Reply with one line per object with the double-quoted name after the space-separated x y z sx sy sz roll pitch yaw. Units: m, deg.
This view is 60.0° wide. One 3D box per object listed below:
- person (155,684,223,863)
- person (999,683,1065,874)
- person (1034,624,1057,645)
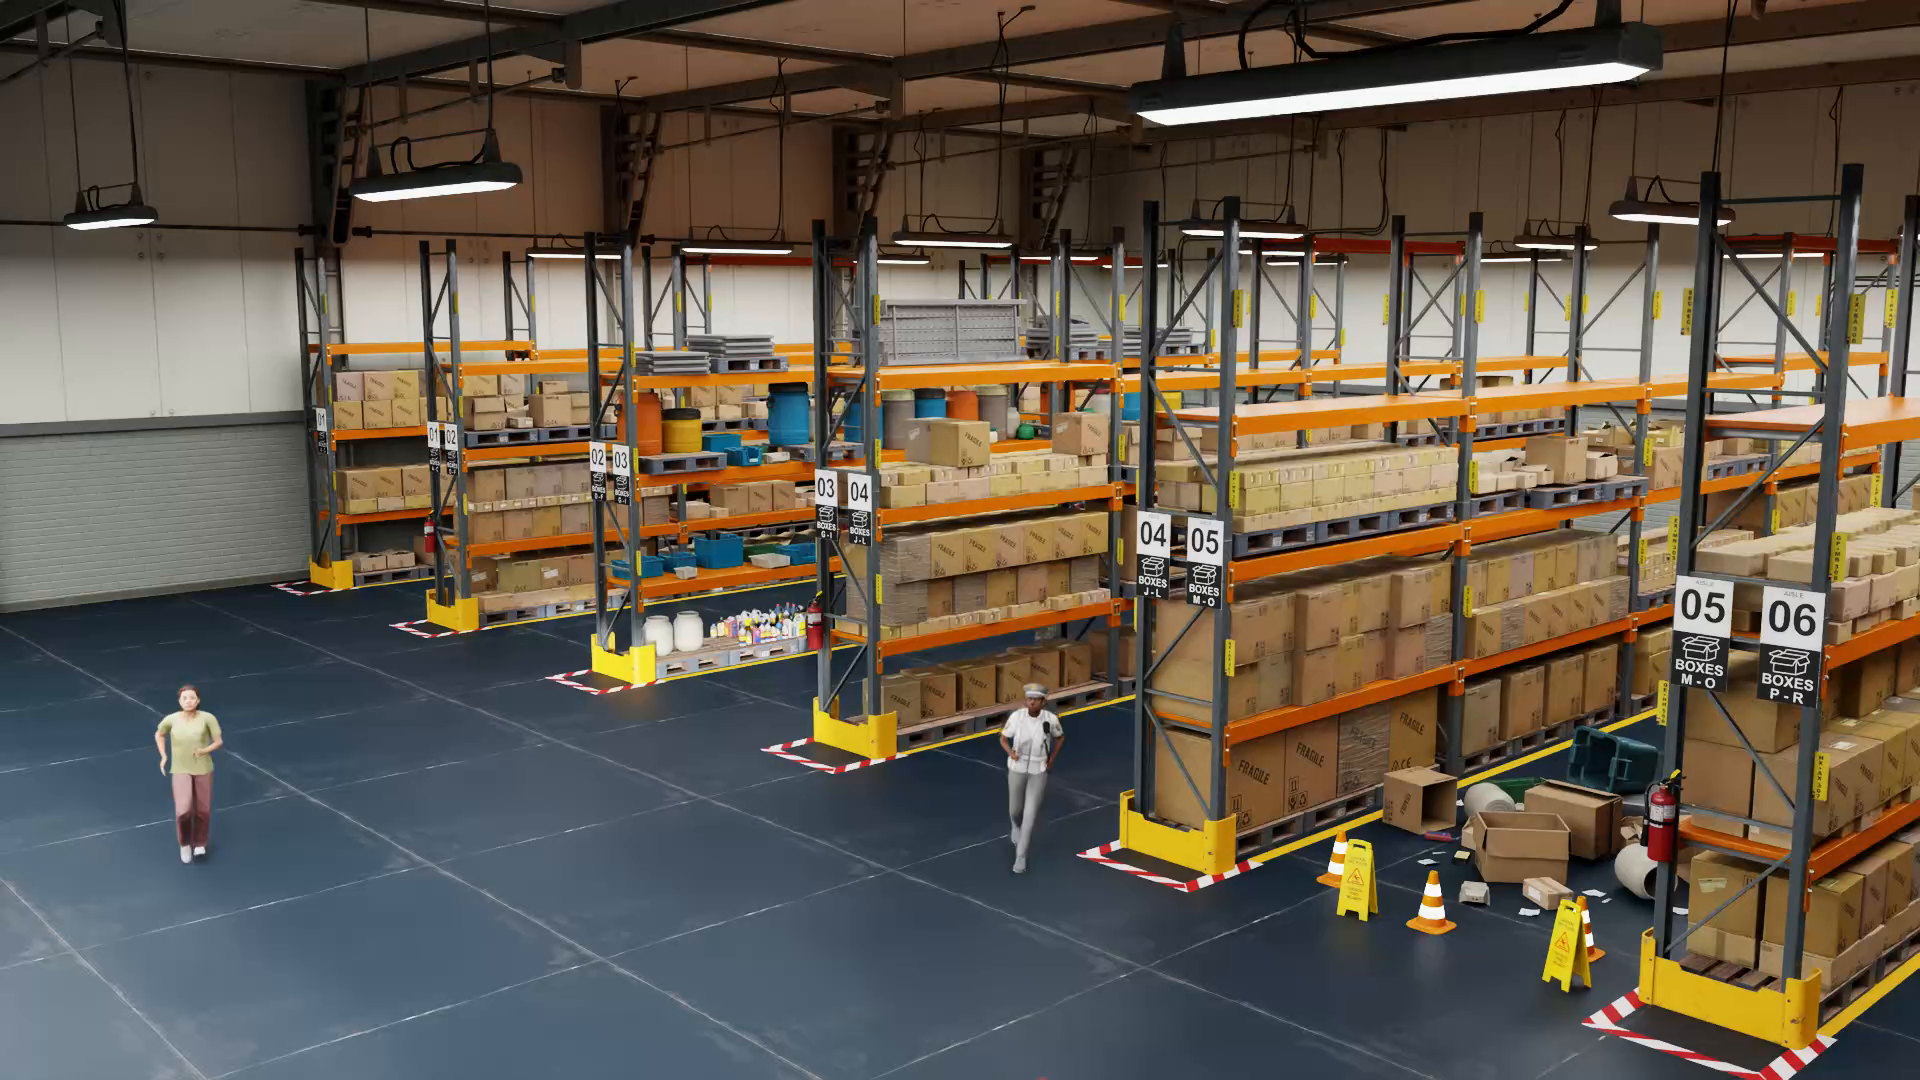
-6.997 2.128 15.148 0.550 1.641 0.638 -4 9 -26 "person"
0.658 2.116 15.251 0.591 1.704 0.838 1 8 9 "person"
1.156 0.643 23.161 0.850 1.868 0.710 -7 11 -41 "person"
